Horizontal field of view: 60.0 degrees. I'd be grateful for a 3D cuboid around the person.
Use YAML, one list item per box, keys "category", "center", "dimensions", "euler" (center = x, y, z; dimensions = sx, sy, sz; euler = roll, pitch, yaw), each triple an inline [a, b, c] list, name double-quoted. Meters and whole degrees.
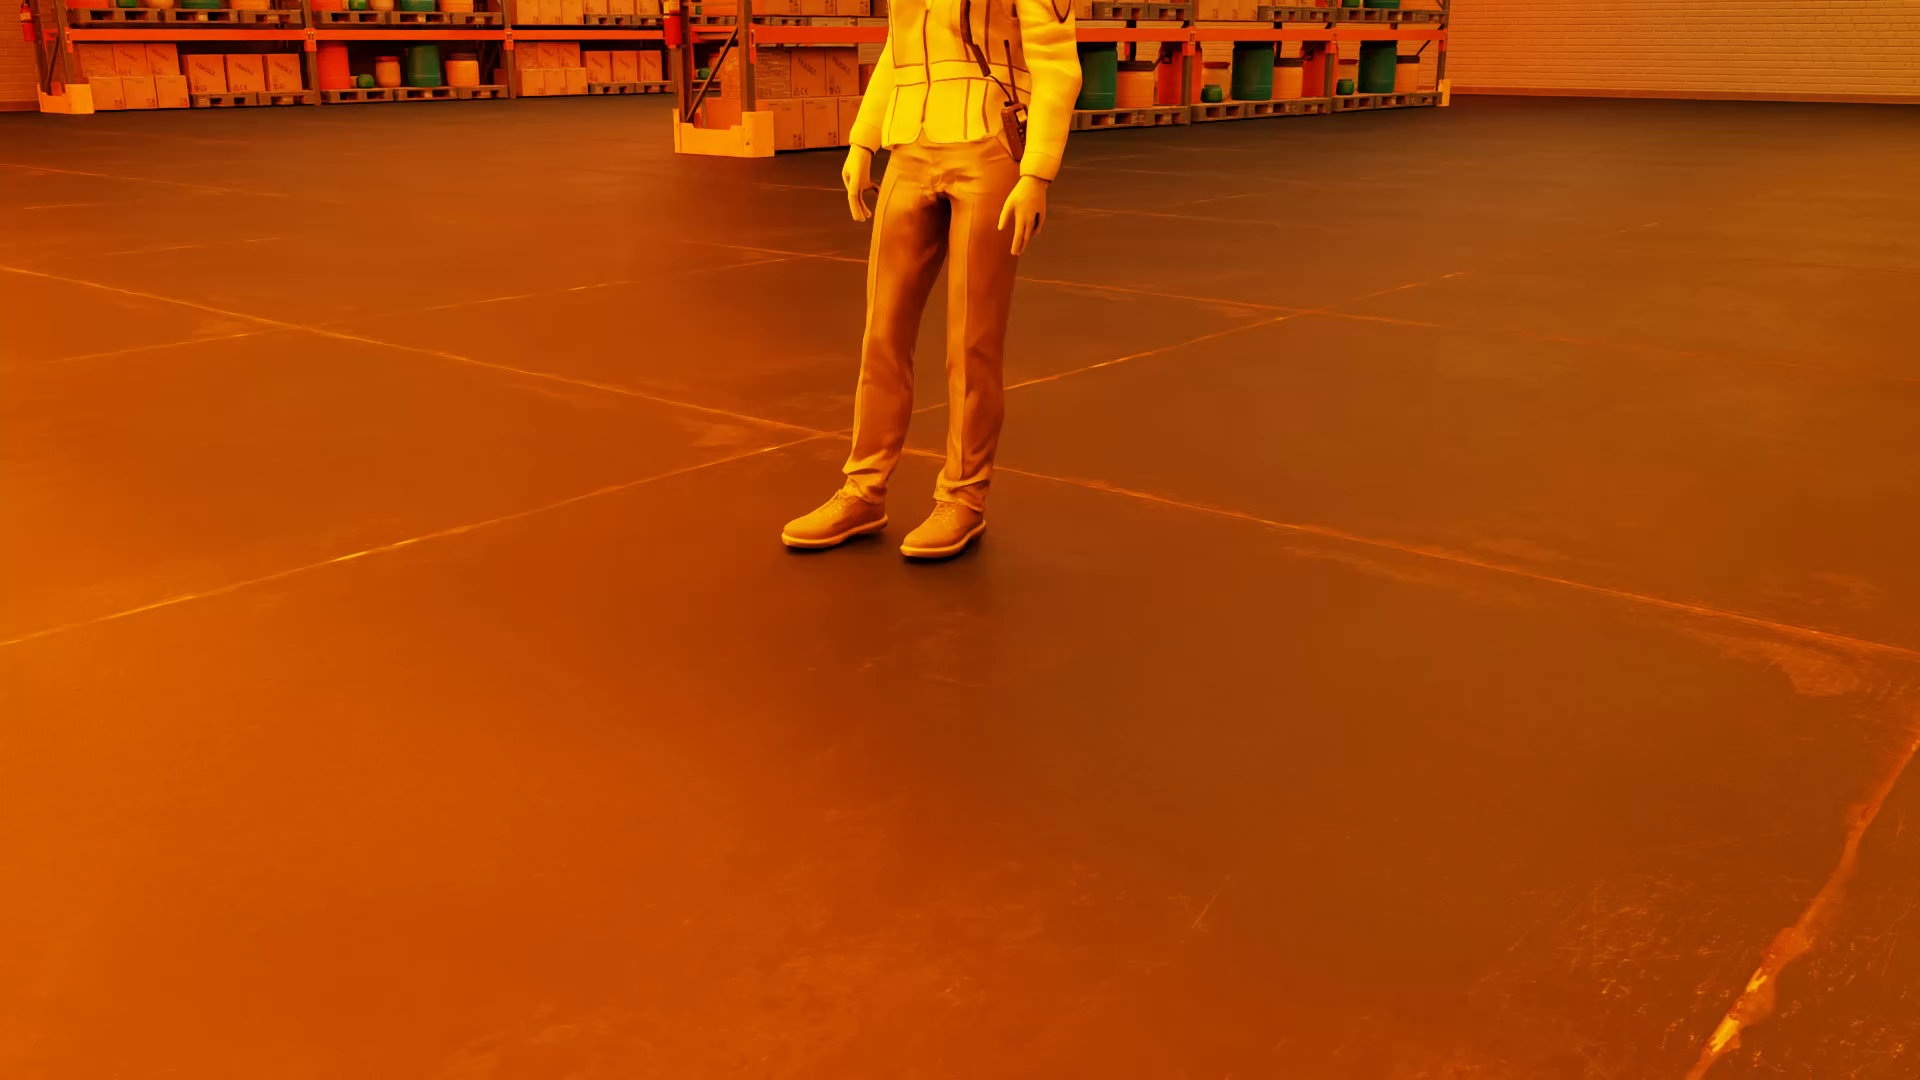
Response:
- category: "person"
  center: [-0.049, -0.803, 3.647]
  dimensions: [0.586, 1.694, 0.530]
  euler: [13, 21, 37]
